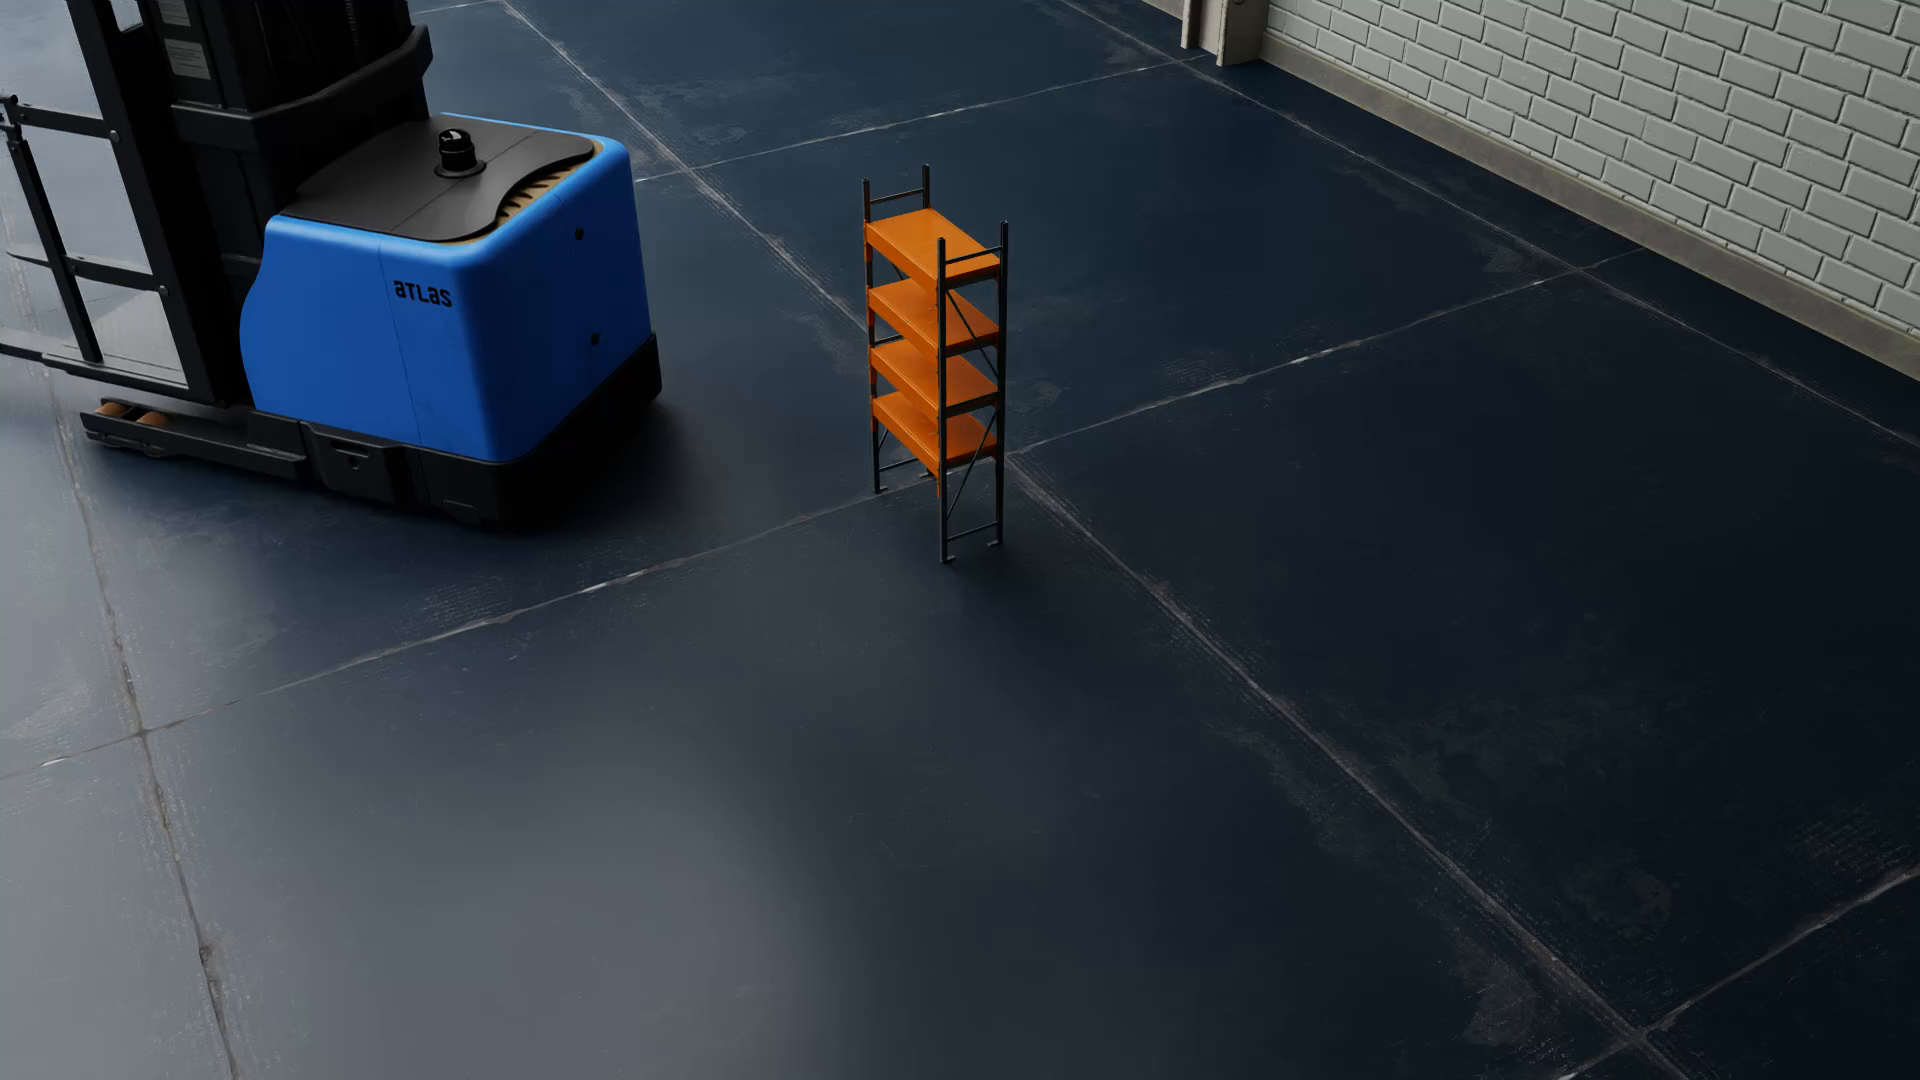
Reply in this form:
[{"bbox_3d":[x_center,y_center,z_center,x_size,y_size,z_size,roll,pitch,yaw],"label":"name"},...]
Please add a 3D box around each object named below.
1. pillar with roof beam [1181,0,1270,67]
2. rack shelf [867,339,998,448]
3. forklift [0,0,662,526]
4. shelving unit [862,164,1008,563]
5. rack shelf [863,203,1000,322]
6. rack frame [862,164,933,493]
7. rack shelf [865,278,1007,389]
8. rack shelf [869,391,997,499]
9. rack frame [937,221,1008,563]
[{"bbox_3d":[-2.206,-5.185,5.219,9.100,9.000,0.400,-19,40,-24],"label":"pillar with roof beam"},{"bbox_3d":[-0.083,-0.515,5.551,0.258,0.148,0.480,-19,40,-24],"label":"rack shelf"},{"bbox_3d":[-2.724,-1.766,5.683,3.031,2.935,1.130,12,38,16],"label":"forklift"},{"bbox_3d":[-0.083,-0.569,5.512,0.258,1.200,0.503,-19,40,-24],"label":"shelving unit"},{"bbox_3d":[-0.083,-0.886,5.280,0.258,0.148,0.480,-19,40,-24],"label":"rack shelf"},{"bbox_3d":[-0.206,-0.693,5.682,0.240,1.200,0.015,-19,40,-24],"label":"rack frame"},{"bbox_3d":[-0.083,-0.695,5.419,0.258,0.148,0.480,-19,40,-24],"label":"rack shelf"},{"bbox_3d":[-0.083,-0.354,5.668,0.258,0.148,0.480,-19,40,-24],"label":"rack shelf"},{"bbox_3d":[0.039,-0.445,5.341,0.240,1.200,0.015,-19,40,-24],"label":"rack frame"}]
